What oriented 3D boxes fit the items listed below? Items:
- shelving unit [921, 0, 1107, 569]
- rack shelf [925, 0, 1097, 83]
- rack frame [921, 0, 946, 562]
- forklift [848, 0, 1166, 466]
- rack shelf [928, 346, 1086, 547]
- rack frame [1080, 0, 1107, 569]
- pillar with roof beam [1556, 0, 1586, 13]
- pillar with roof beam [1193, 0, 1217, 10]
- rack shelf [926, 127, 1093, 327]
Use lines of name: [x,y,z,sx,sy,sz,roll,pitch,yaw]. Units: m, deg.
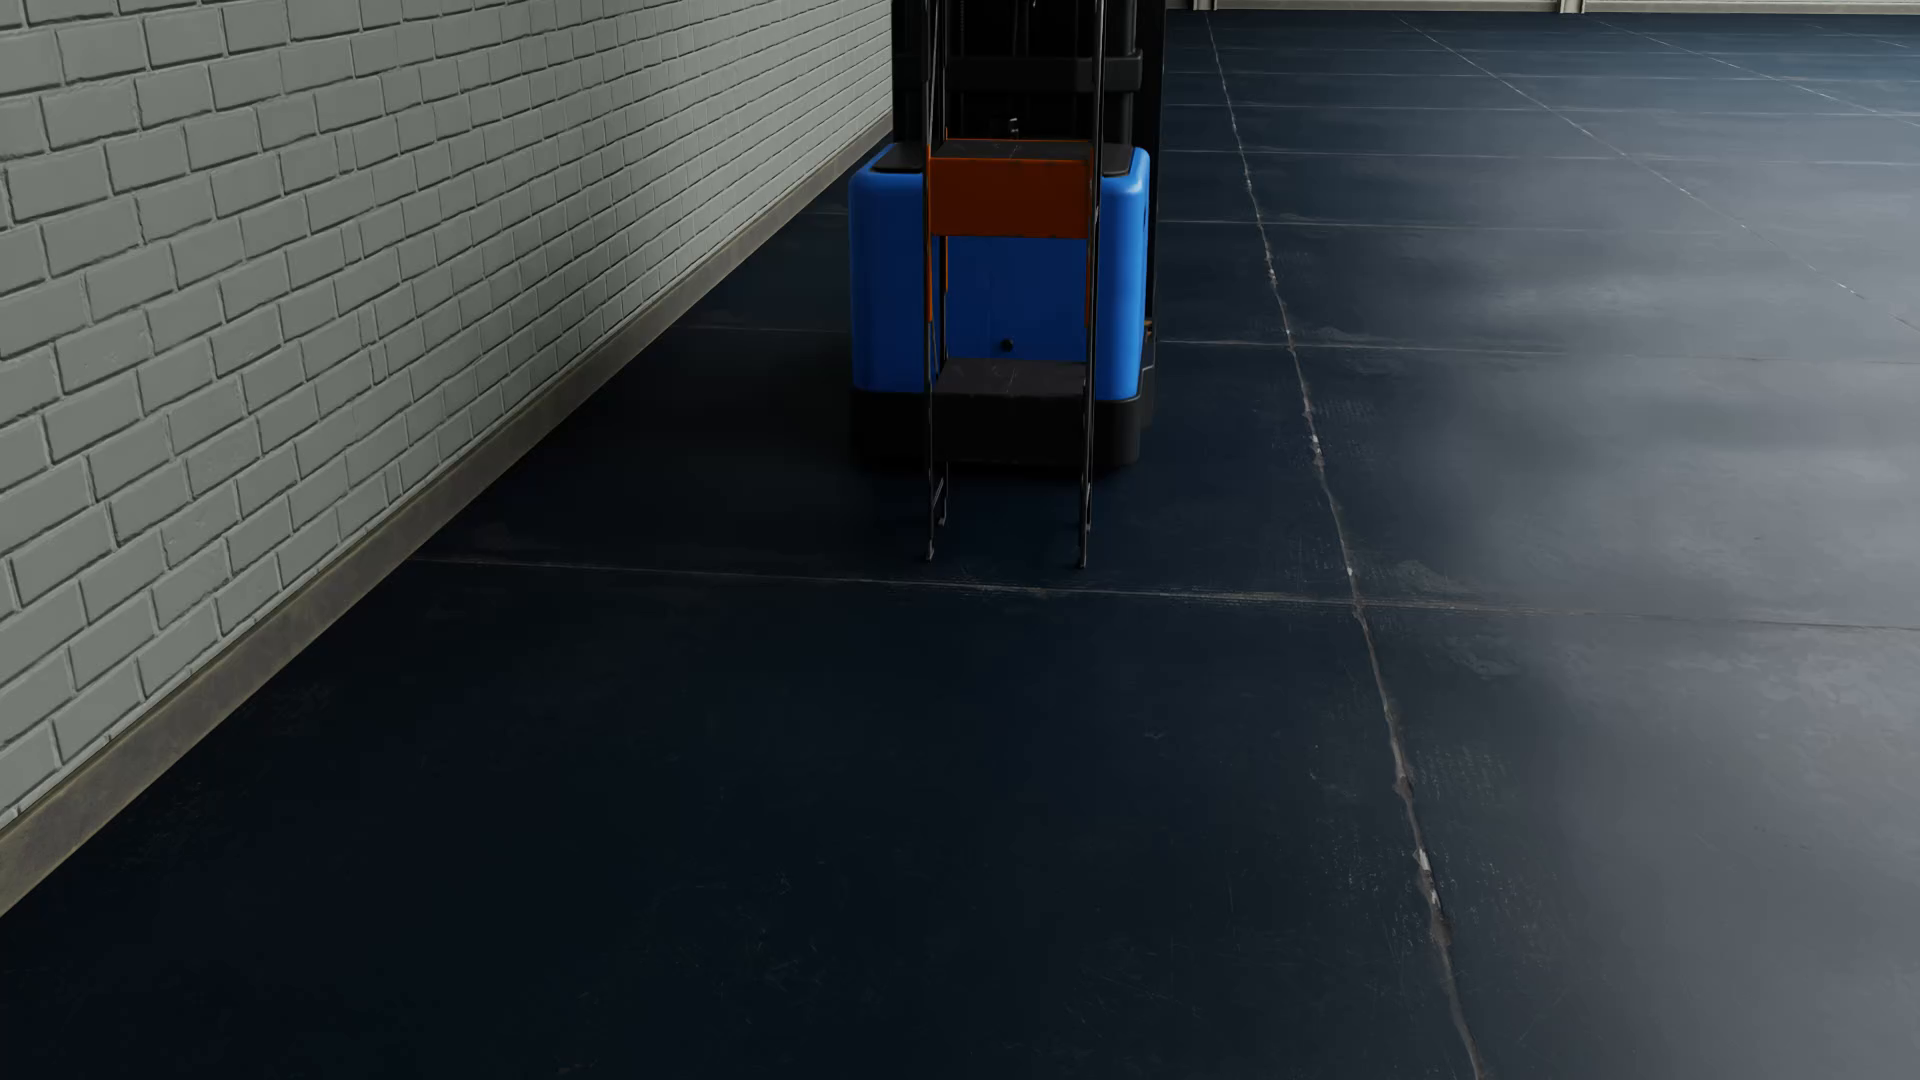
shelving unit: [0.164,-0.969,5.036,0.503,2.100,0.431,2,22,6]
rack shelf: [0.164,-1.608,4.783,0.480,0.518,0.431,2,22,6]
rack frame: [-0.078,-0.980,5.062,0.015,2.100,0.400,2,22,6]
forklift: [0.302,-2.129,6.839,1.130,2.935,3.031,3,22,7]
rack shelf: [0.164,-0.306,5.298,0.480,0.518,0.431,2,22,6]
rack frame: [0.407,-0.959,5.009,0.015,2.100,0.400,2,22,6]
pillar with roof beam: [9.605,-11.359,21.932,0.400,9.000,9.100,2,22,6]
pillar with roof beam: [3.647,-11.619,22.589,0.400,9.000,9.100,2,22,6]
rack shelf: [0.164,-0.957,5.041,0.480,0.518,0.431,2,22,6]
